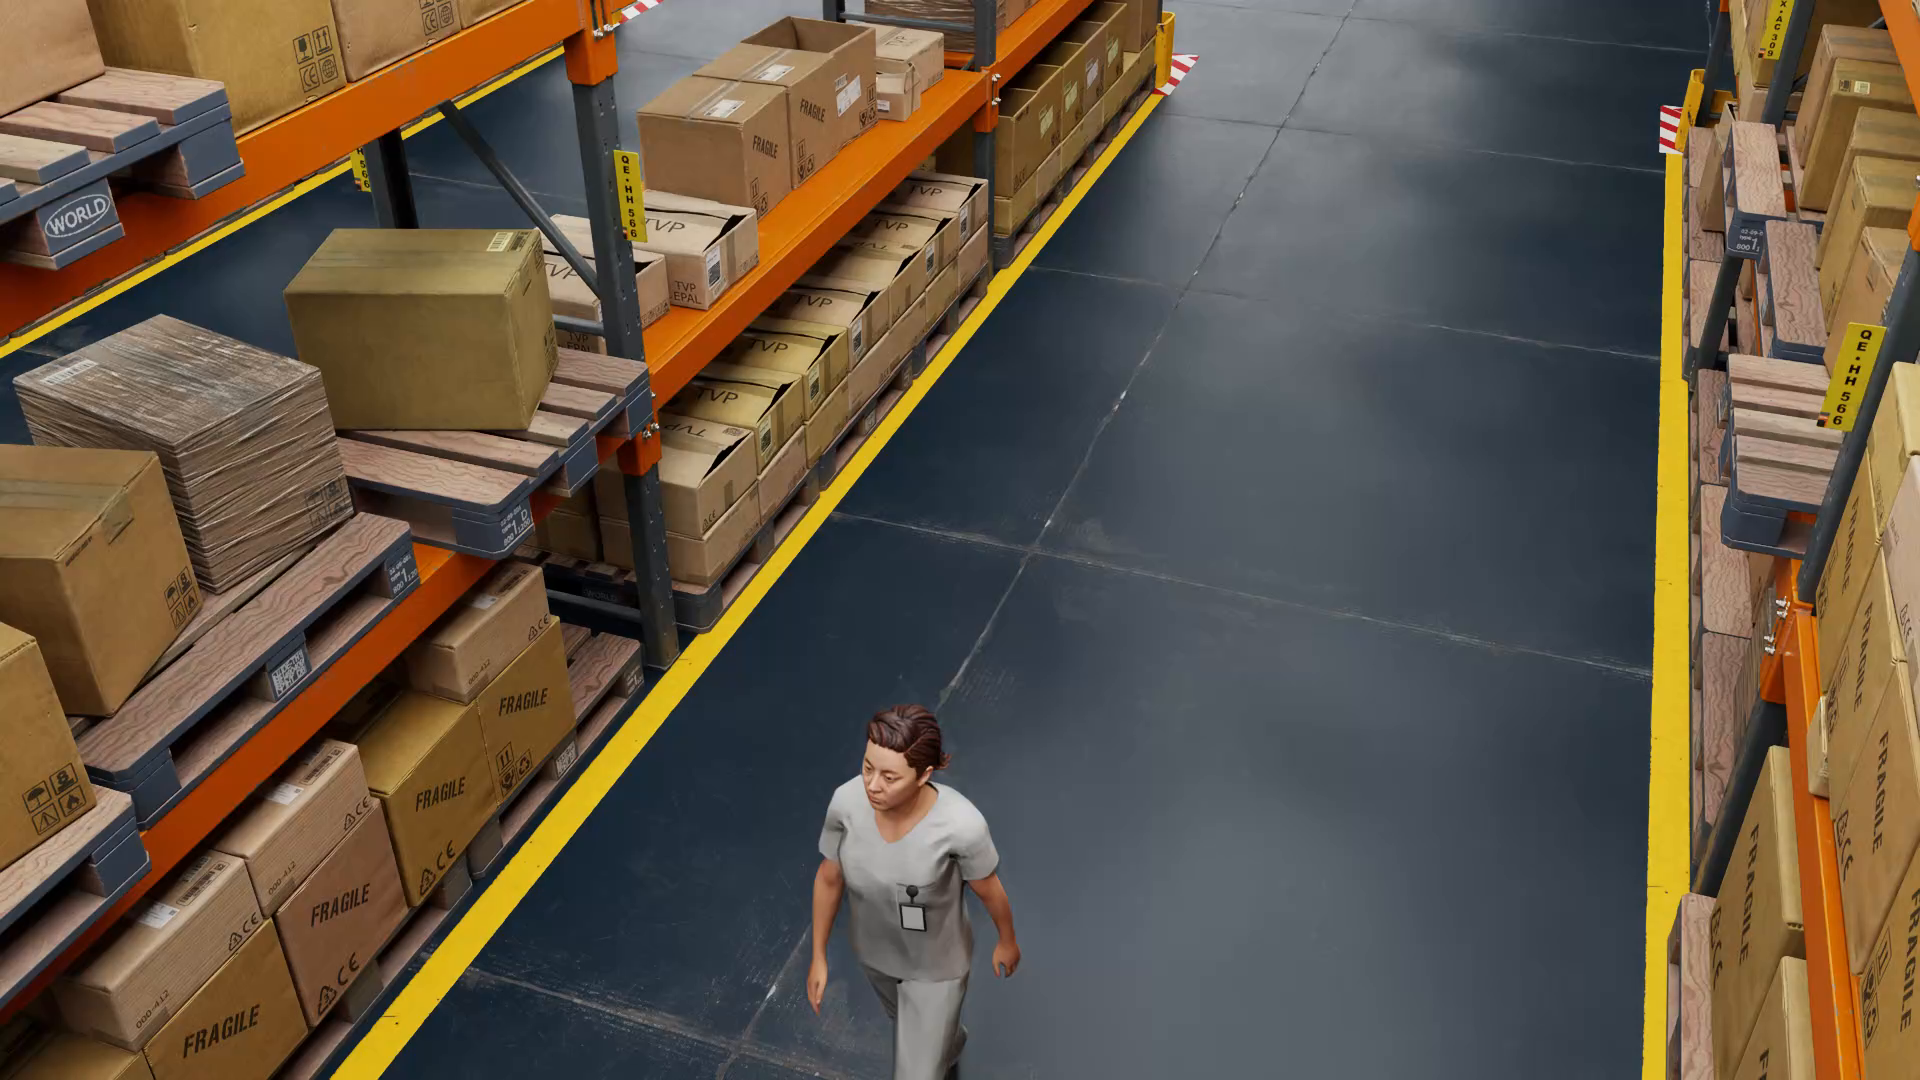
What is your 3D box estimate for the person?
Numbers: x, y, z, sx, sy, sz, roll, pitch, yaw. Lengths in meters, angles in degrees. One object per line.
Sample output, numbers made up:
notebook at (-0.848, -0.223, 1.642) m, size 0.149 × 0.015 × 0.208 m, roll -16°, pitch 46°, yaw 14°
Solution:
person at (-0.138, 1.136, 4.448) m, size 0.497 × 1.702 × 0.804 m, roll 15°, pitch 36°, yaw 22°
